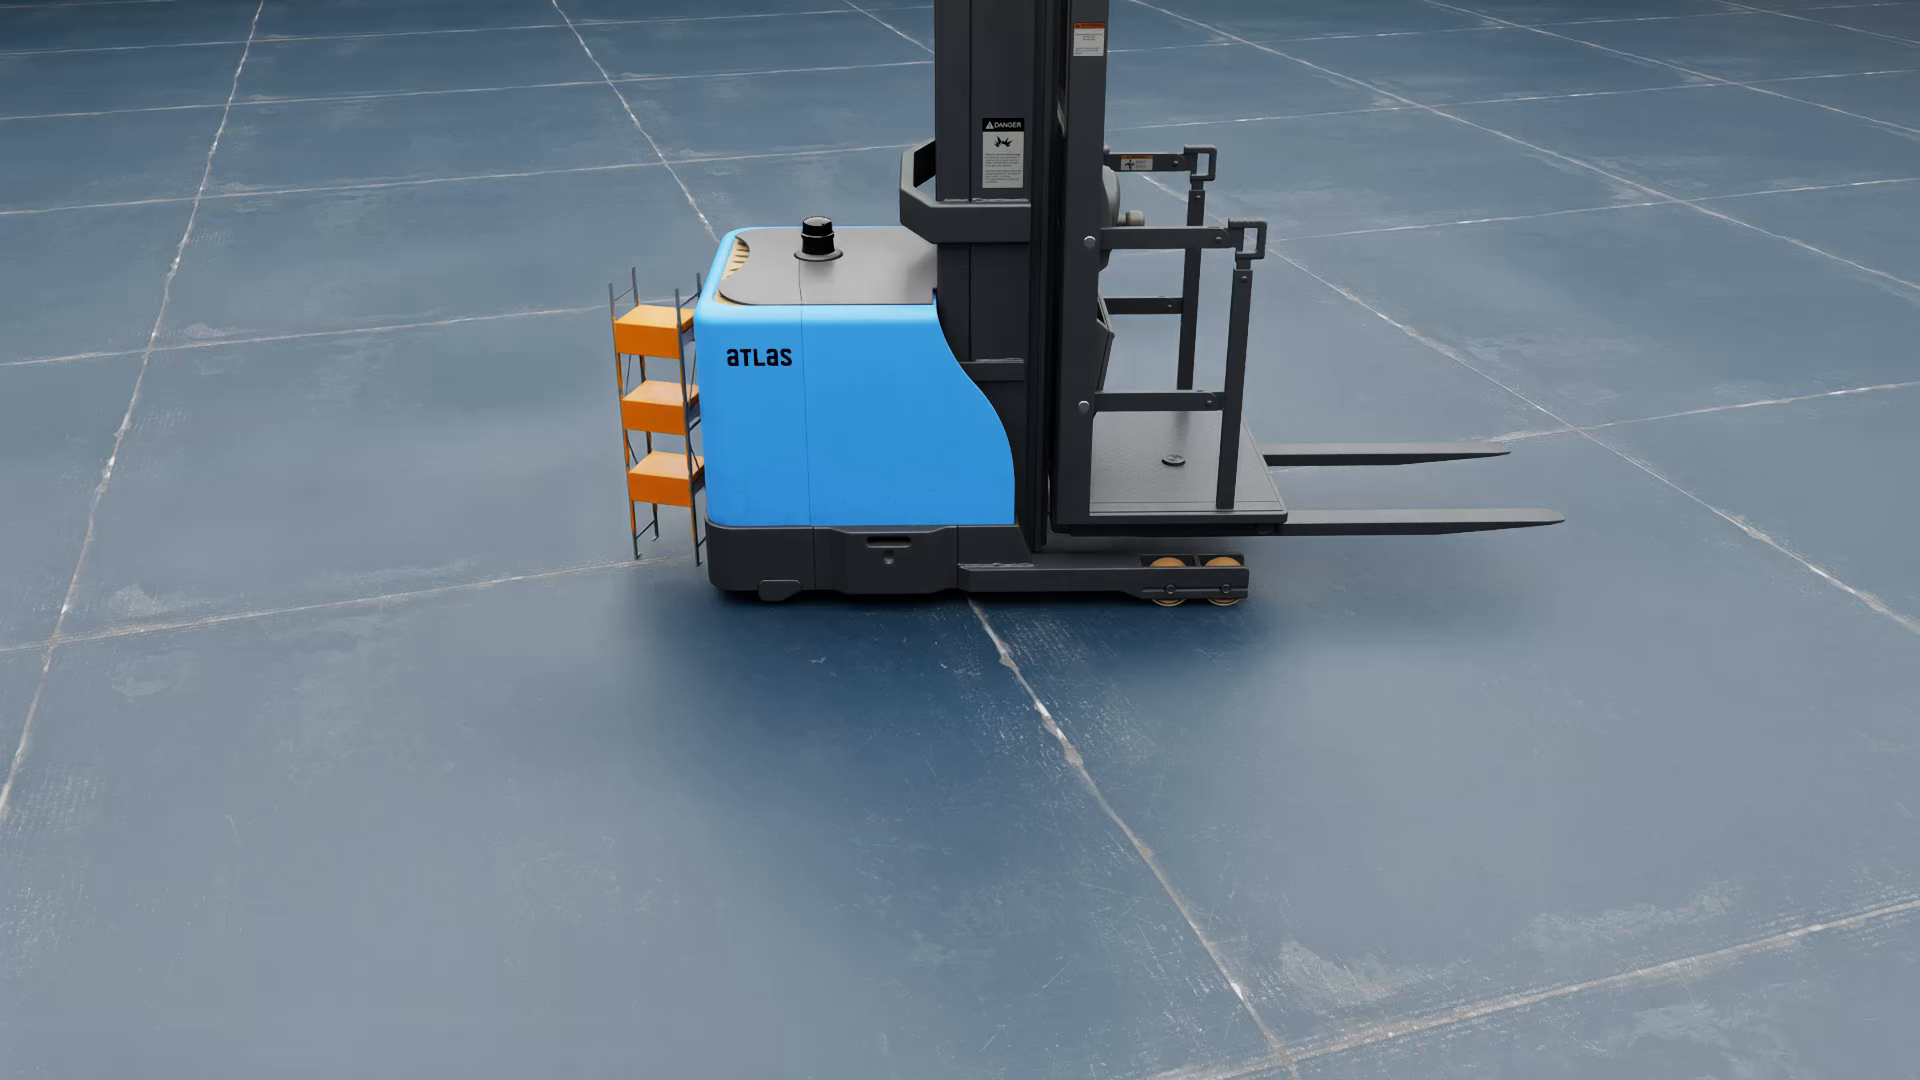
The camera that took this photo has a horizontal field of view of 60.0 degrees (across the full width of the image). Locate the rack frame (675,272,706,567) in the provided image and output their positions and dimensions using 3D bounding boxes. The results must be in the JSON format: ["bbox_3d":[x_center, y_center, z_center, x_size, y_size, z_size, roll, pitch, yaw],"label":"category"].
[{"bbox_3d":[-0.931,-0.416,5.907,0.008,1.050,0.200,7,27,14],"label":"rack frame"}]

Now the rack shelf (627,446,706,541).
[{"bbox_3d":[-1.049,-0.172,6.063,0.240,0.259,0.215,7,27,14],"label":"rack shelf"}]

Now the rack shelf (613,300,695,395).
[{"bbox_3d":[-1.048,-0.676,5.815,0.240,0.259,0.215,7,27,14],"label":"rack shelf"}]

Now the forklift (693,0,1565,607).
[{"bbox_3d":[0.627,-1.318,5.610,3.031,2.935,1.130,-1,26,-1],"label":"forklift"}]

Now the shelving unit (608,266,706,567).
[{"bbox_3d":[-1.048,-0.430,5.935,0.252,1.050,0.215,7,27,14],"label":"shelving unit"}]

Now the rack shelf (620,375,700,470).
[{"bbox_3d":[-1.048,-0.421,5.940,0.240,0.259,0.215,7,27,14],"label":"rack shelf"}]

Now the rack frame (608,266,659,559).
[{"bbox_3d":[-1.166,-0.445,5.964,0.008,1.050,0.200,7,27,14],"label":"rack frame"}]
